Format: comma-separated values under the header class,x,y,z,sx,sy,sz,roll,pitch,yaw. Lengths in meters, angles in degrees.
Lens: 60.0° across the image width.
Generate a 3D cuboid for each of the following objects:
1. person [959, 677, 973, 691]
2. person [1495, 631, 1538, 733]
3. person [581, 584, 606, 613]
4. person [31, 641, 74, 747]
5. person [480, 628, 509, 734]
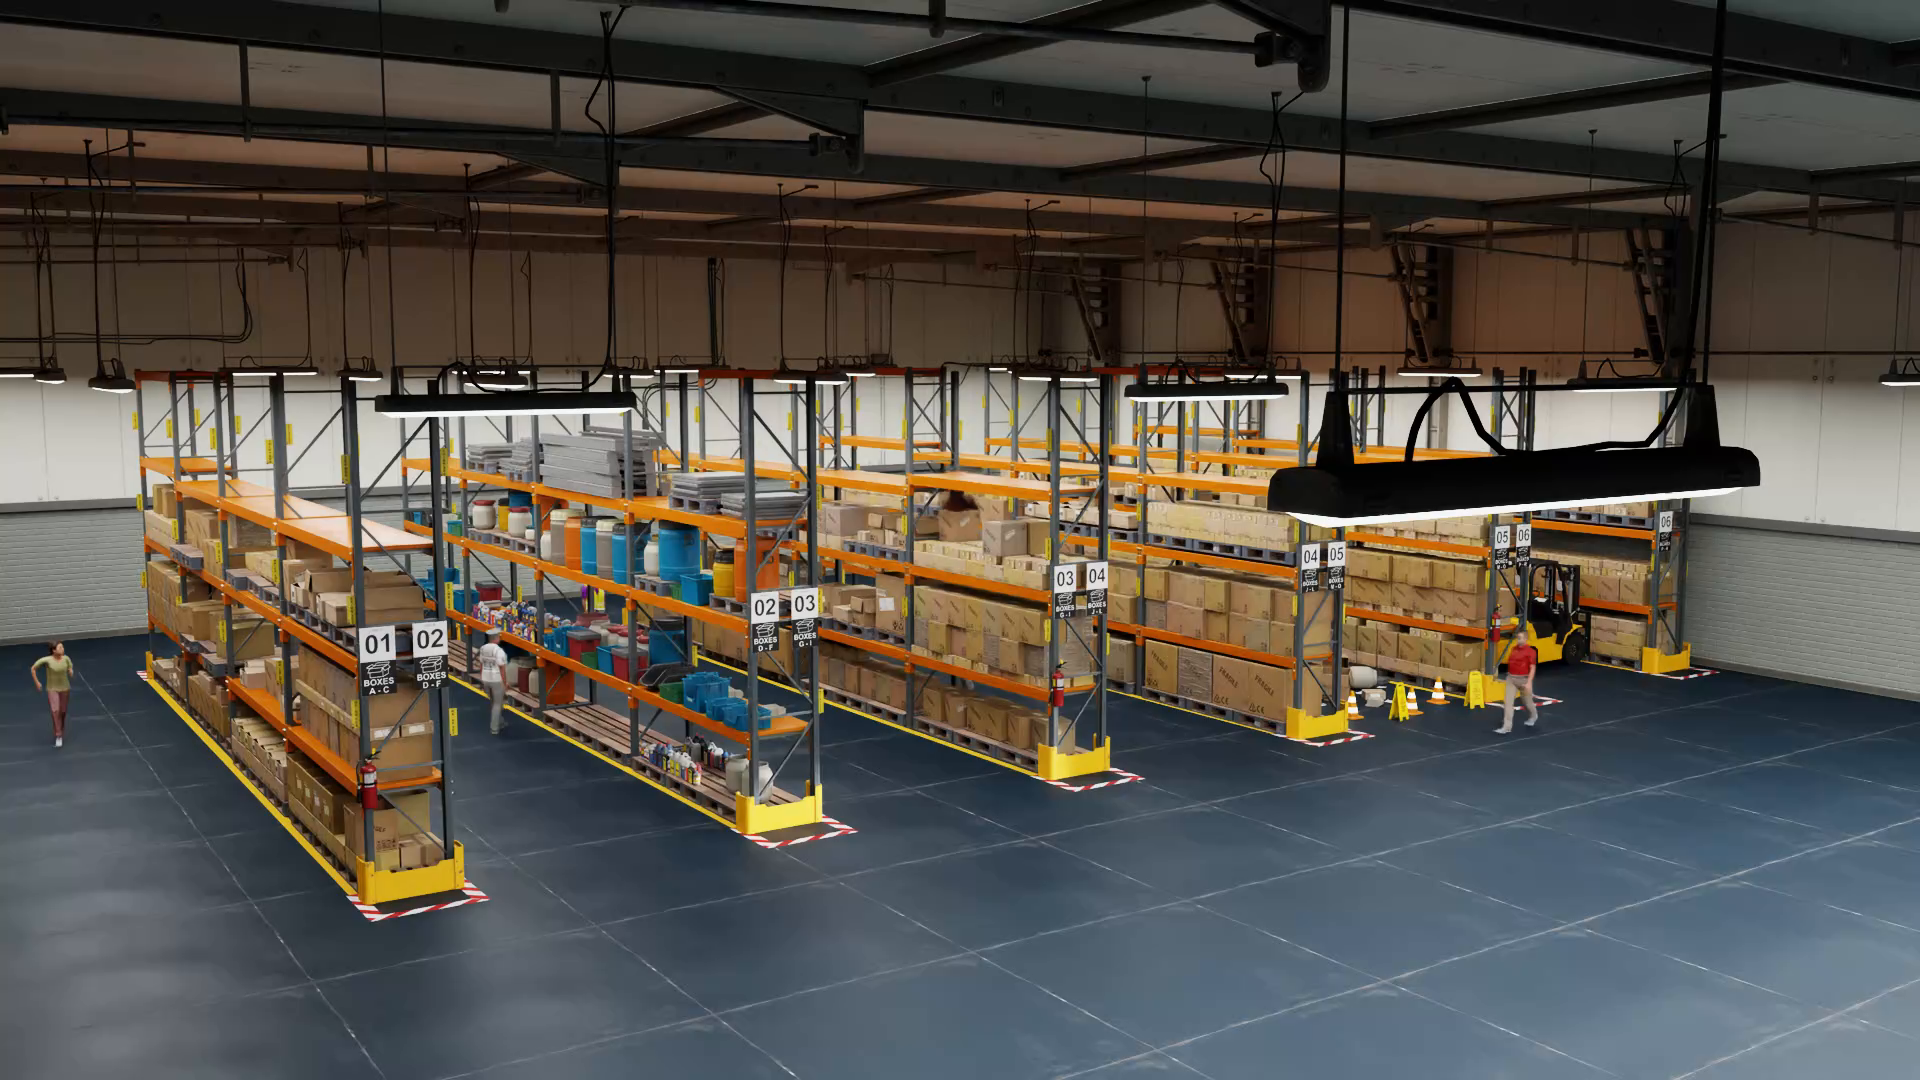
class,x,y,z,sx,sy,sz,roll,pitch,yaw
person,0.059,2.059,30.014,0.388,1.788,0.600,-5,8,-36
person,9.361,2.364,27.759,0.510,1.684,1.001,5,8,35
person,-7.716,1.504,35.187,0.576,1.730,0.986,-3,7,-28
person,-14.638,2.445,26.895,0.627,1.644,0.997,-5,8,-36
person,-7.676,2.332,27.774,0.574,1.750,0.623,4,8,31
